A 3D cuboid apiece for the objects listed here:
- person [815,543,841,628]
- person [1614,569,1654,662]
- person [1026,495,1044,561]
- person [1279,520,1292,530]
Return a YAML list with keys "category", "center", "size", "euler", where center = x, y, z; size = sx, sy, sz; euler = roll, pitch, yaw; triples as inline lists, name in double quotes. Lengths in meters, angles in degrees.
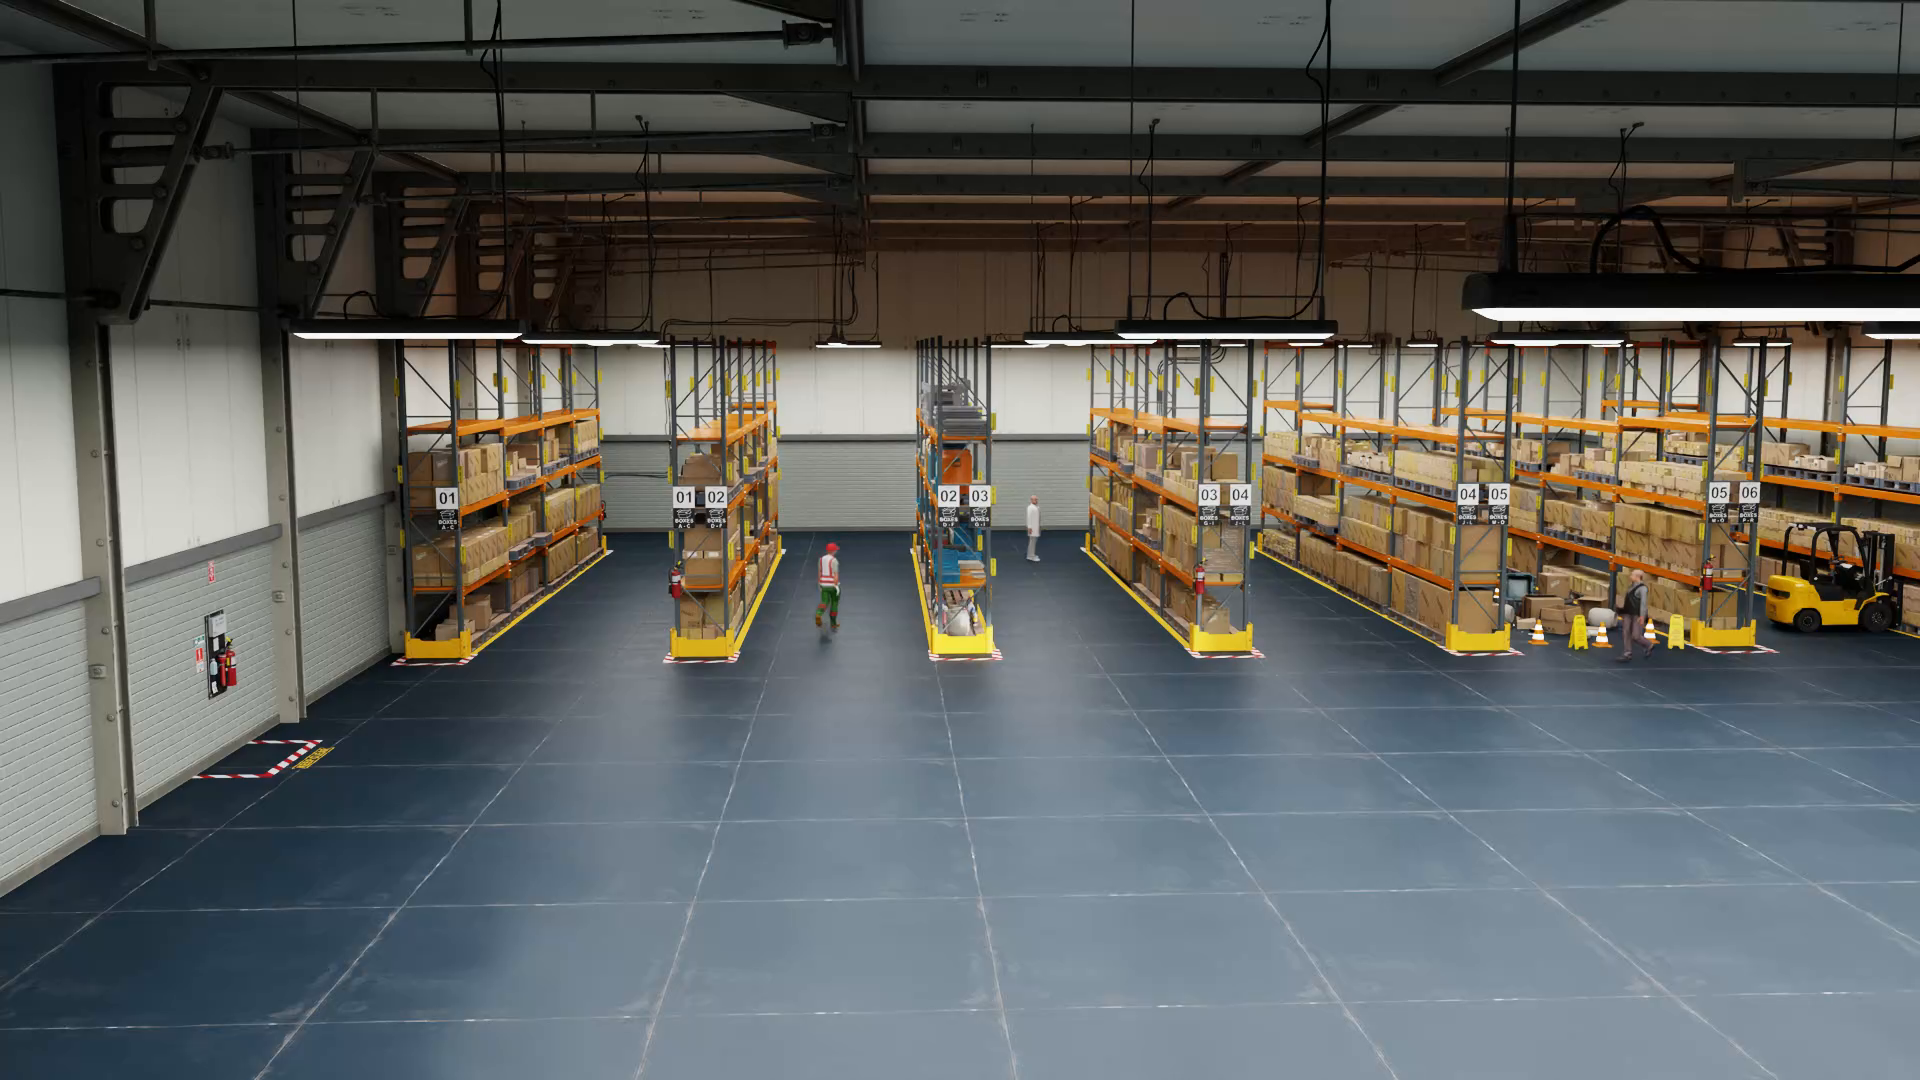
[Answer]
- category: "person"
  center: [-2.706, 0.946, 34.240]
  size: [0.548, 1.777, 0.681]
  euler: [4, 8, 31]
- category: "person"
  center: [12.467, 1.395, 30.594]
  size: [0.672, 1.714, 0.531]
  euler: [-3, 7, -26]
- category: "person"
  center: [2.037, -0.330, 45.575]
  size: [0.467, 1.799, 0.652]
  euler: [3, 7, 22]
- category: "person"
  center: [9.632, -0.648, 48.956]
  size: [0.673, 1.690, 0.522]
  euler: [2, 7, 17]
